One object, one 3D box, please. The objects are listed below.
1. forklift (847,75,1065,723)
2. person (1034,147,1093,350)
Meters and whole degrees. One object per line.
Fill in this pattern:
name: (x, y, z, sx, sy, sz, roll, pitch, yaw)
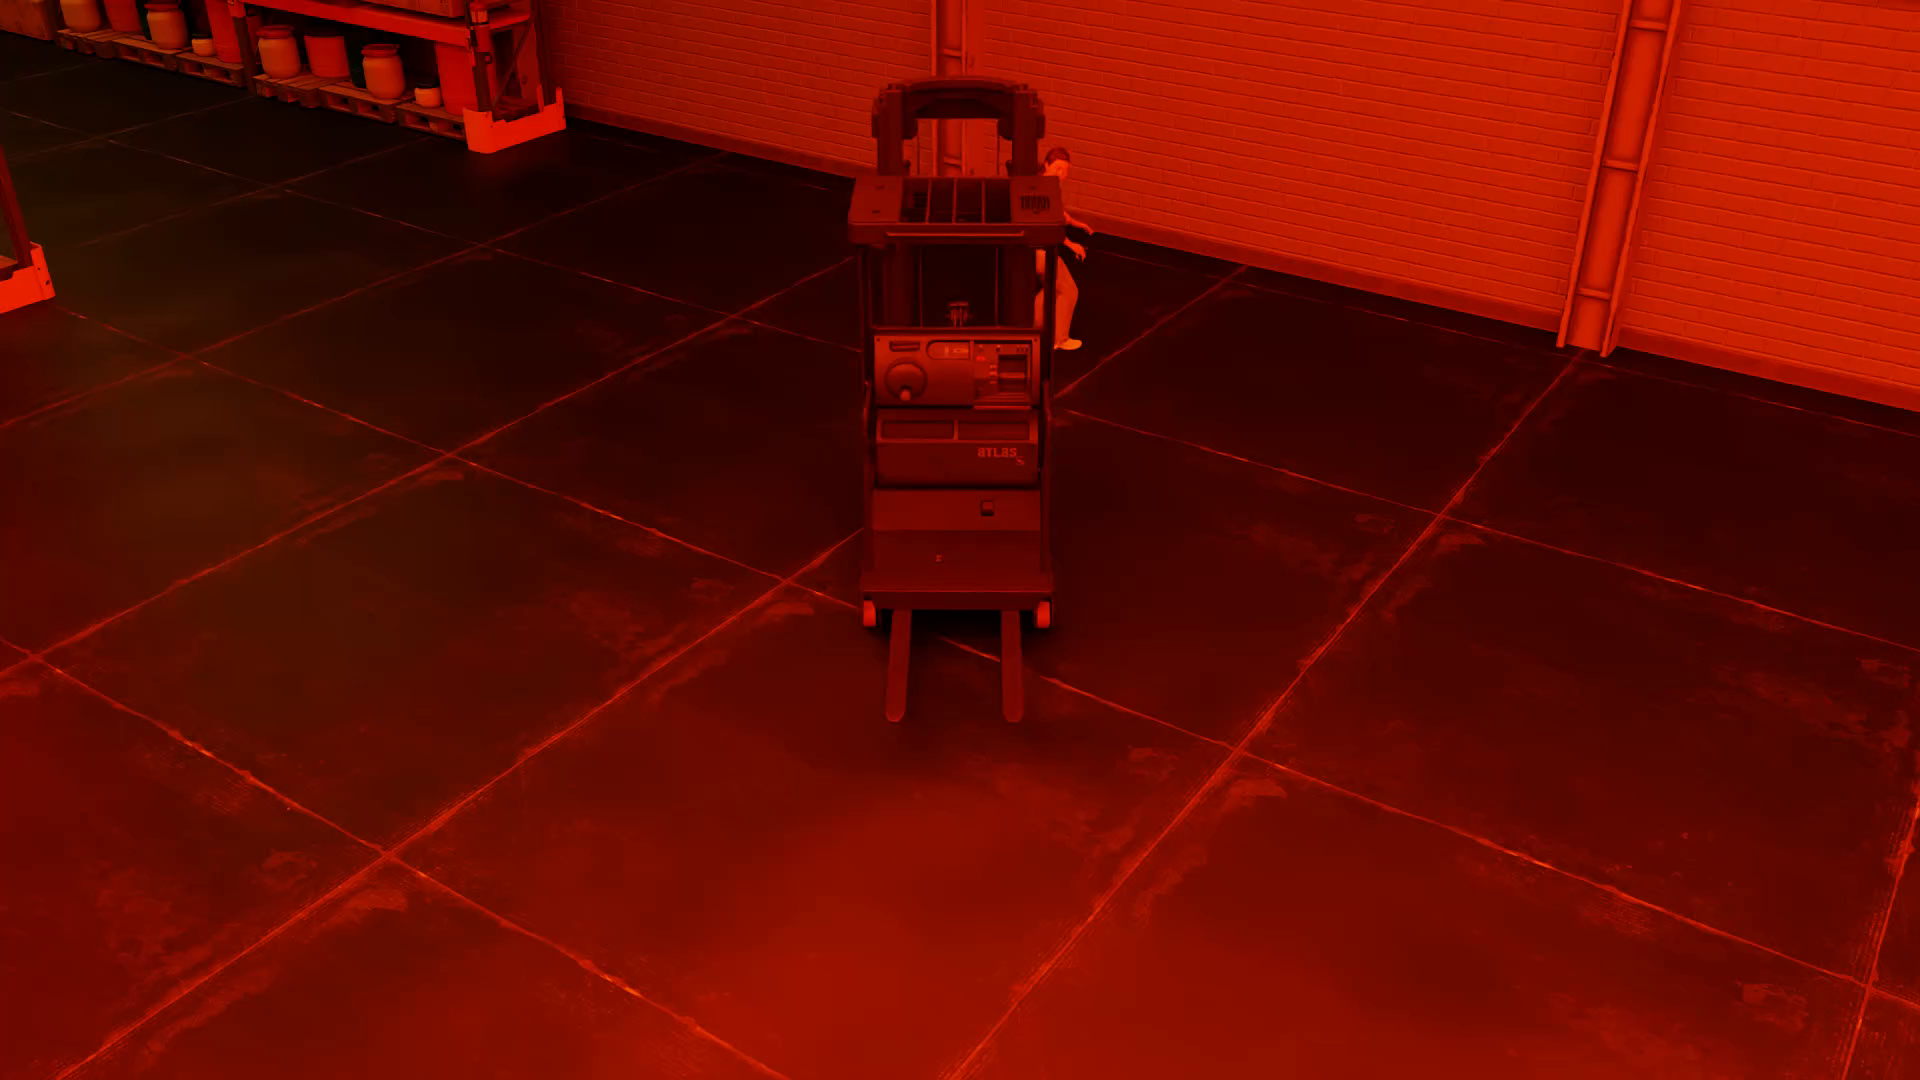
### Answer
forklift: (-0.015, -0.911, 9.150, 1.130, 2.935, 3.031, 0, 30, 0)
person: (0.768, -2.207, 12.742, 0.622, 1.596, 0.682, -6, 31, -10)
